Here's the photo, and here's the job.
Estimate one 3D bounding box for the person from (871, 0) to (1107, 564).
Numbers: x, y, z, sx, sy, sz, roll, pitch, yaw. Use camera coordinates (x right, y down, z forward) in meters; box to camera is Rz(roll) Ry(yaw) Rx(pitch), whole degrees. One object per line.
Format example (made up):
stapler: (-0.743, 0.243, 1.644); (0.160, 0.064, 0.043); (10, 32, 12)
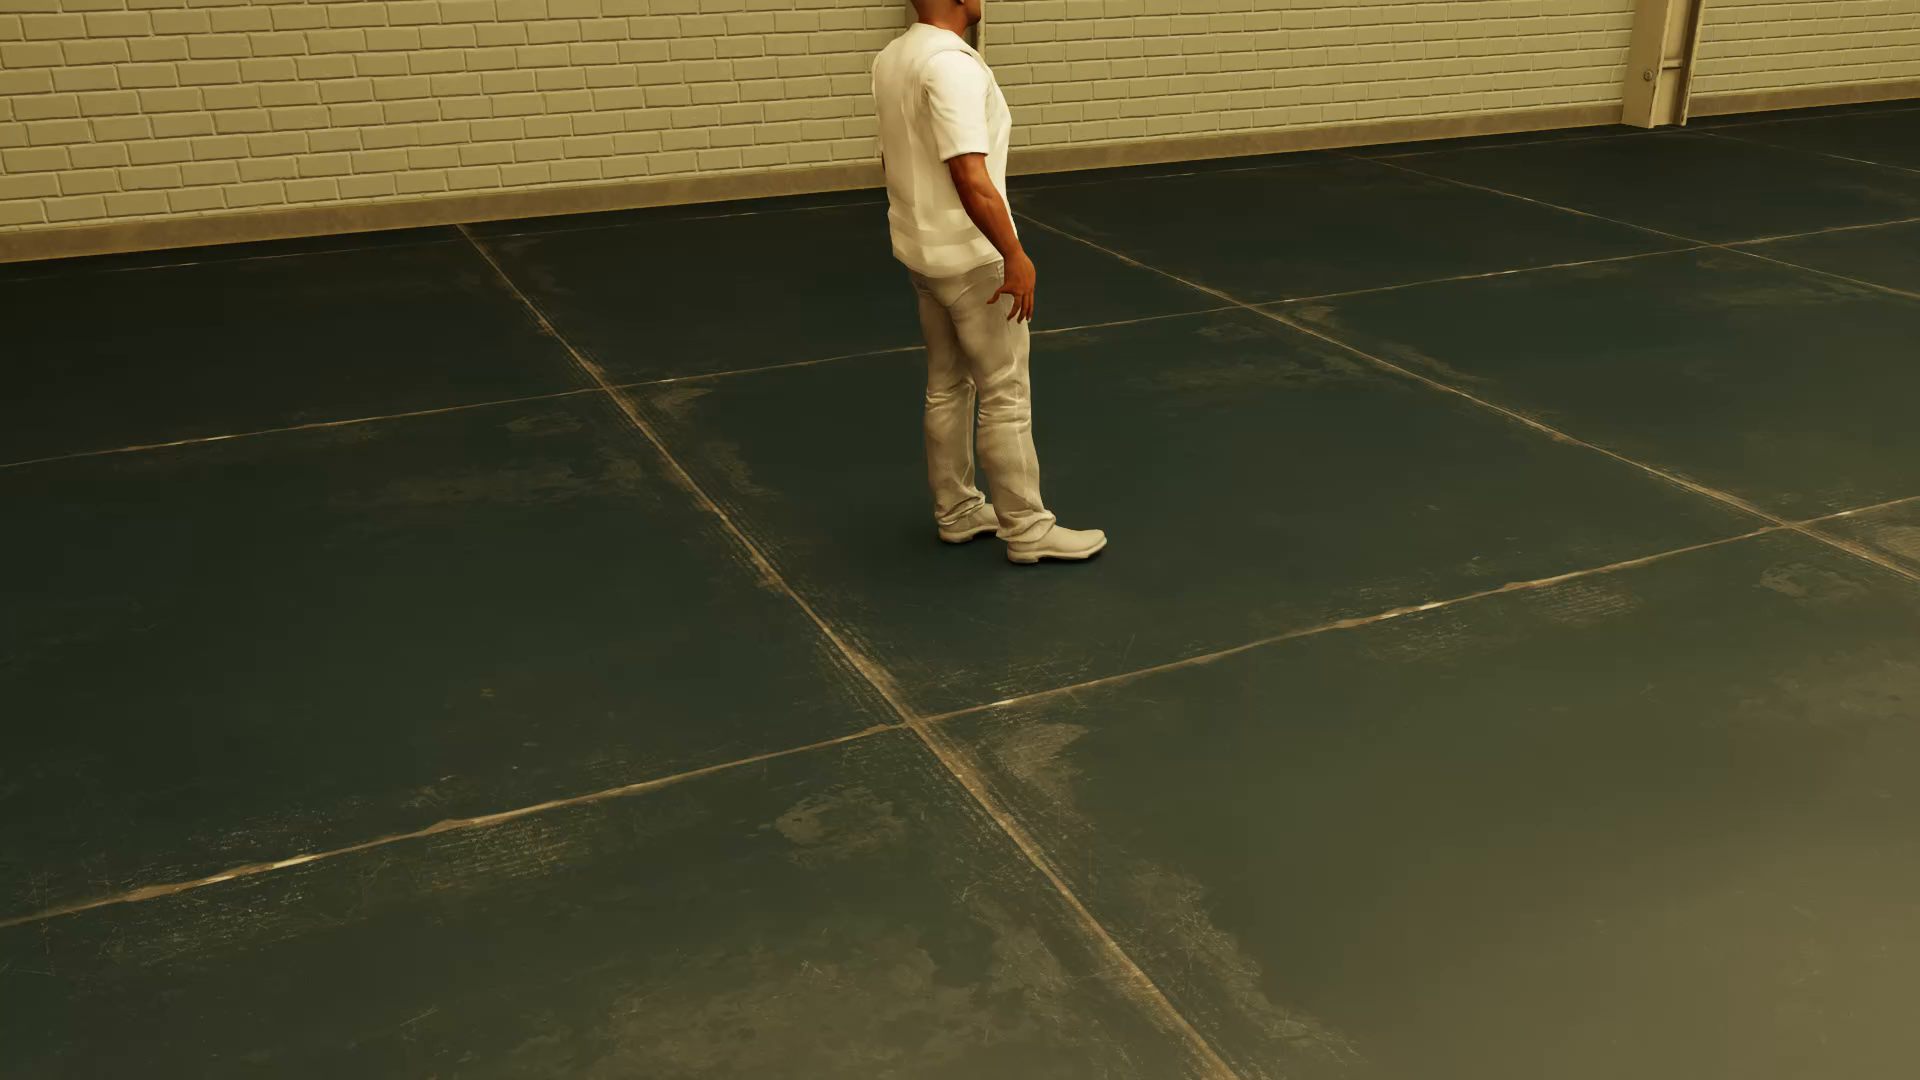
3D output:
person: (0.065, -0.831, 4.787); (0.577, 1.765, 0.665); (-10, 25, -23)
